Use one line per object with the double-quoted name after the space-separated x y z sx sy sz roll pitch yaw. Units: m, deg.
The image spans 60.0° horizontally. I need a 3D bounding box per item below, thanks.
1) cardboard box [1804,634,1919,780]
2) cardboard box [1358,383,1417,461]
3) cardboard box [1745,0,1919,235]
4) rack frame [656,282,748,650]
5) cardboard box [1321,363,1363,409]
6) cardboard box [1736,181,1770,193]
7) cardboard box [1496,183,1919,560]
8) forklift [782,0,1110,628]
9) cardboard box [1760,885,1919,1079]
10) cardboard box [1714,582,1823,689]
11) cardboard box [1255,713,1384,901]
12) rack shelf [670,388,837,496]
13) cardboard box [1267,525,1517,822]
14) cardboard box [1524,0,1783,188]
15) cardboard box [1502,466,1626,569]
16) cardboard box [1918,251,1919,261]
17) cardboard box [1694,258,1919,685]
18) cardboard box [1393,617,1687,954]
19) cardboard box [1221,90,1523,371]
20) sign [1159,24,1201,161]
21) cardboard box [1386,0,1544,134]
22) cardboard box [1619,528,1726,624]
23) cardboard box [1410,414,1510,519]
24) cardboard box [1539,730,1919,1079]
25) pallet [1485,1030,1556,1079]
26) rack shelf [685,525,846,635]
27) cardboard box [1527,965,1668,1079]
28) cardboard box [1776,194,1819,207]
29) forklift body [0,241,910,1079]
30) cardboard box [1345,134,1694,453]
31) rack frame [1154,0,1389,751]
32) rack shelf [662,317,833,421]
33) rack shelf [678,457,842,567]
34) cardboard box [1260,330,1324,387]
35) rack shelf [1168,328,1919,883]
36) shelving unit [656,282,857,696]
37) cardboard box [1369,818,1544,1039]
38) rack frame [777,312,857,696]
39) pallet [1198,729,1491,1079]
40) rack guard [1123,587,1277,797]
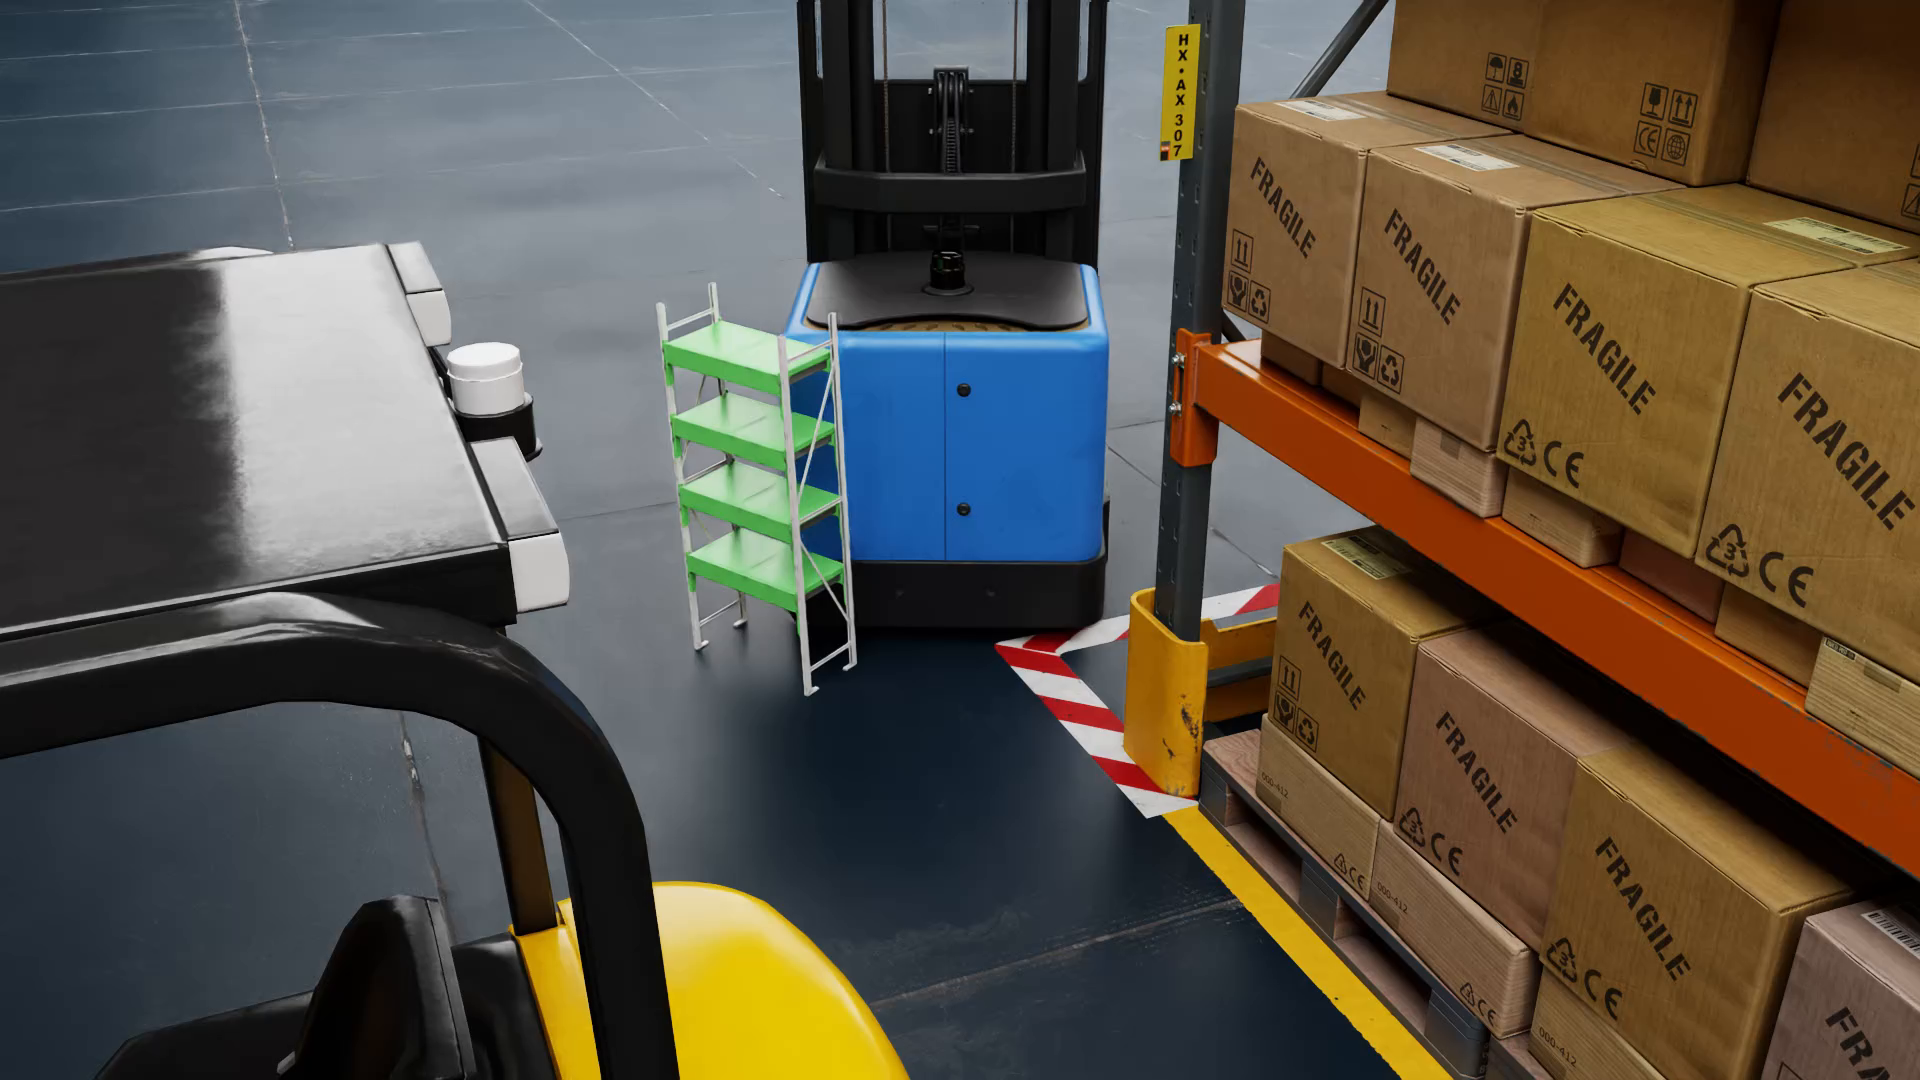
1.596 0.230 2.646 0.380 0.149 0.250 -10 28 -20 "cardboard box"
1.127 -0.298 3.729 0.380 0.149 0.250 -12 28 -22 "cardboard box"
1.930 -0.870 3.020 0.700 0.500 0.500 -11 28 -21 "cardboard box"
-0.815 -0.215 5.312 0.015 1.200 0.240 18 34 33 "rack frame"
1.098 -0.419 3.977 0.380 0.149 0.250 -10 28 -20 "cardboard box"
1.701 -0.608 3.624 0.500 0.500 0.500 -11 28 -20 "cardboard box"
1.380 -0.330 3.054 0.500 0.500 0.500 -11 28 -22 "cardboard box"
-0.025 -1.627 6.242 1.130 2.935 3.031 0 26 1 "forklift"
1.730 0.917 2.754 0.500 0.500 0.500 -9 27 -18 "cardboard box"
1.551 0.119 2.875 0.380 0.149 0.250 -11 28 -22 "cardboard box"
1.105 0.616 4.226 0.500 0.250 0.500 -11 28 -21 "cardboard box"
-0.624 -0.306 5.098 0.480 0.148 0.258 18 34 33 "rack shelf"
1.115 0.288 4.042 0.500 0.500 0.500 -12 28 -22 "cardboard box"
1.636 -1.058 3.406 0.700 0.500 0.500 -10 28 -20 "cardboard box"
1.317 -0.089 3.301 0.380 0.149 0.250 -10 28 -19 "cardboard box"
1.998 -0.645 2.559 0.700 0.500 0.500 -11 28 -21 "cardboard box"
1.587 -0.126 2.637 0.500 0.500 0.500 -11 28 -22 "cardboard box"
1.324 0.498 3.611 0.500 0.500 0.500 -12 28 -23 "cardboard box"
0.974 -0.744 3.902 0.500 0.500 0.500 -11 28 -21 "cardboard box"
0.544 -1.100 4.098 0.100 0.325 0.005 -11 28 -21 "sign"
1.444 -1.264 3.827 0.700 0.500 0.500 -11 28 -22 "cardboard box"
1.475 0.007 3.103 0.380 0.149 0.250 -10 28 -19 "cardboard box"
1.184 -0.188 3.503 0.380 0.149 0.250 -10 28 -20 "cardboard box"
1.513 0.702 3.193 0.500 0.500 0.500 -10 28 -20 "cardboard box"
1.833 1.305 3.337 1.003 0.211 1.213 -11 28 -21 "pallet"
-0.614 0.119 5.321 0.480 0.148 0.258 18 34 33 "rack shelf"
1.523 1.041 3.354 0.500 0.250 0.500 -9 27 -17 "cardboard box"
1.894 -0.406 3.209 0.500 0.500 0.500 -11 28 -21 "cardboard box"
-1.101 0.883 1.989 2.313 2.155 1.214 -11 28 -21 "forklift body"
1.180 -0.536 3.475 0.500 0.500 0.500 -10 28 -19 "cardboard box"
1.044 -0.805 4.479 1.000 3.000 0.127 -11 28 -21 "rack frame"
-0.629 -0.519 4.987 0.480 0.148 0.258 18 34 33 "rack shelf"
-0.619 -0.094 5.209 0.480 0.148 0.258 18 34 33 "rack shelf"
0.986 -0.519 4.180 0.380 0.149 0.250 -10 28 -20 "cardboard box"
1.827 0.326 2.983 1.077 0.370 4.000 -11 28 -21 "rack shelf"
-0.620 -0.150 5.180 0.503 1.200 0.258 18 34 33 "shelving unit"
1.298 0.823 3.801 0.500 0.250 0.500 -10 28 -19 "cardboard box"
-0.426 -0.086 5.047 0.015 1.200 0.240 18 34 33 "rack frame"
1.359 0.813 4.344 1.003 0.211 1.213 -11 28 -21 "pallet"
1.073 0.349 4.965 1.175 0.500 0.348 -11 28 -21 "rack guard"
